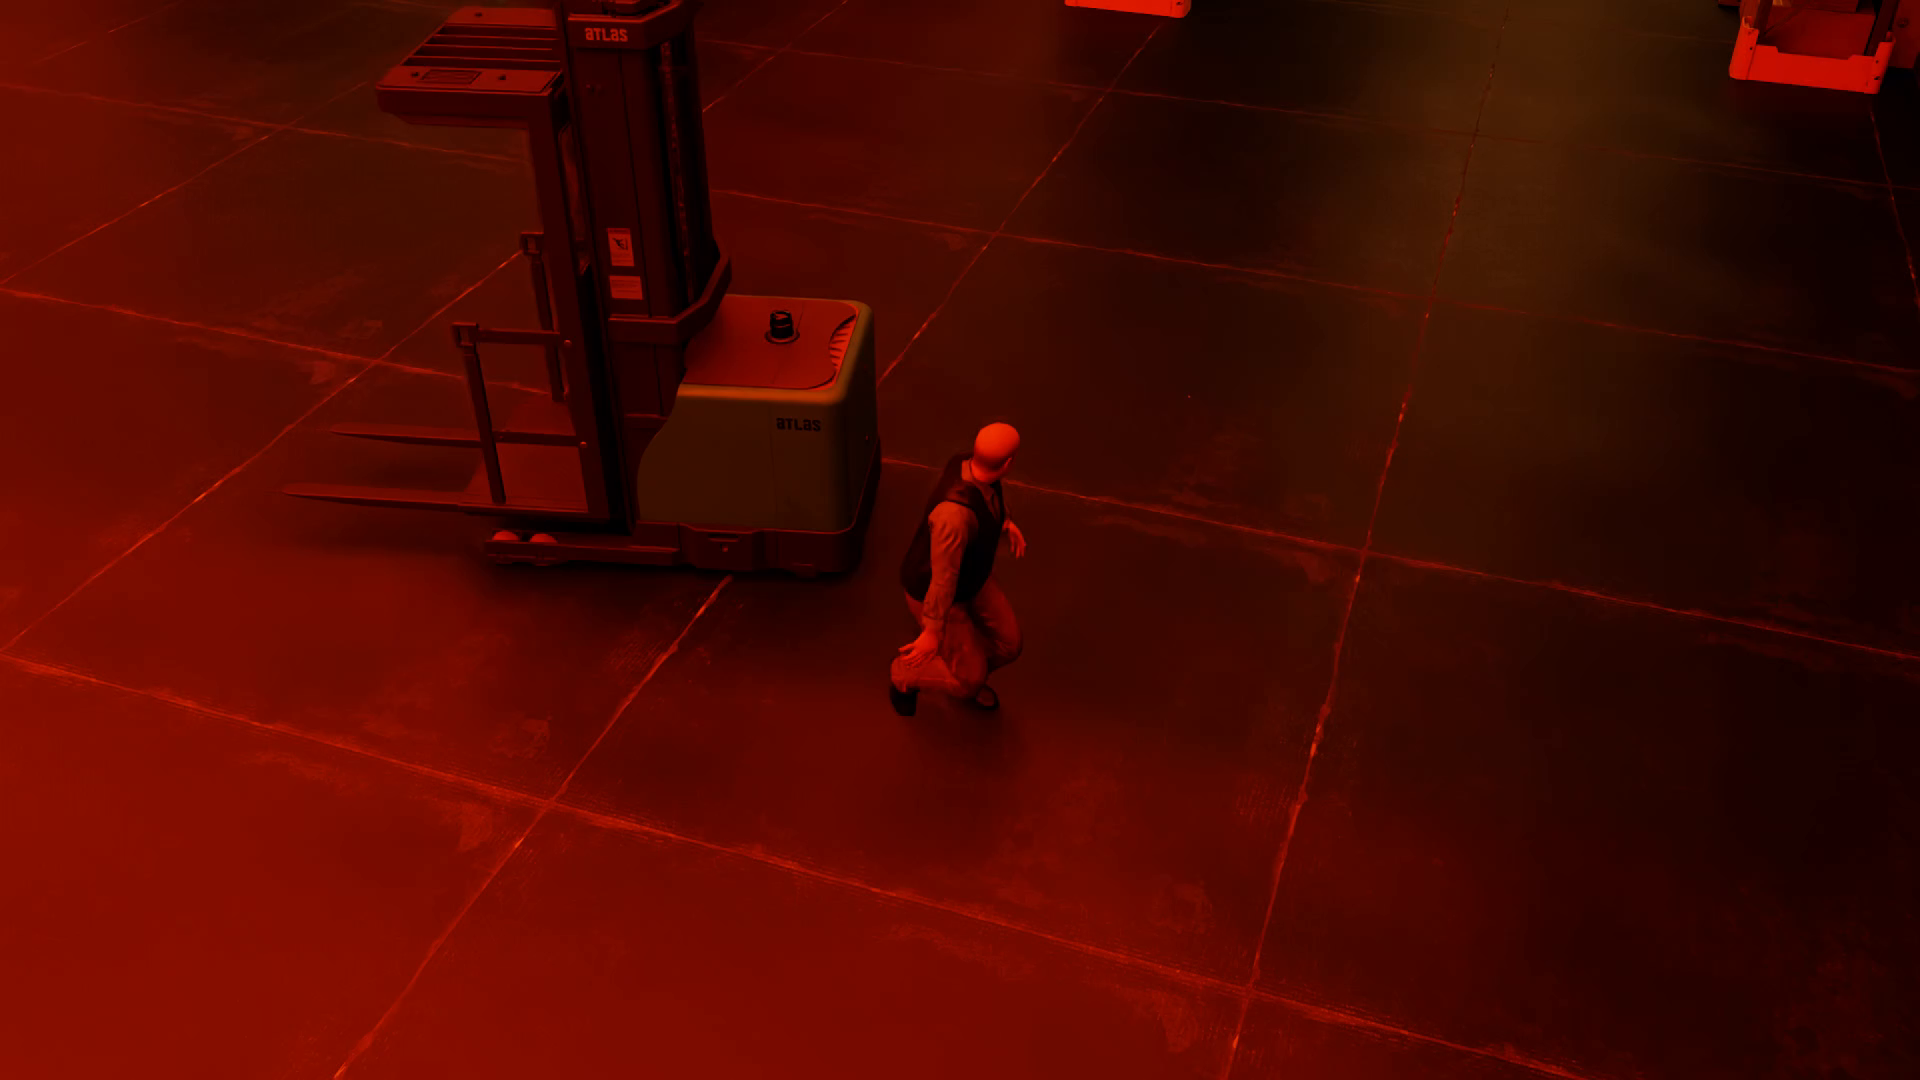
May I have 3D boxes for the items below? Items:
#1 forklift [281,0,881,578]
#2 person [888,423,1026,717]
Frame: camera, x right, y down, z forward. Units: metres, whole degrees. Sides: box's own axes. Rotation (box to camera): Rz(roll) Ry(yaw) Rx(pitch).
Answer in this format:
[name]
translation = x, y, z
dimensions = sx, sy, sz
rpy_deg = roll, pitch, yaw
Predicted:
[forklift]
translation = -1.980, -1.362, 8.031
dimensions = 3.031, 2.935, 1.130
rpy_deg = 4, 35, 5
[person]
translation = -0.041, 0.174, 7.111
dimensions = 0.575, 1.543, 0.891
rpy_deg = 17, 39, 22
